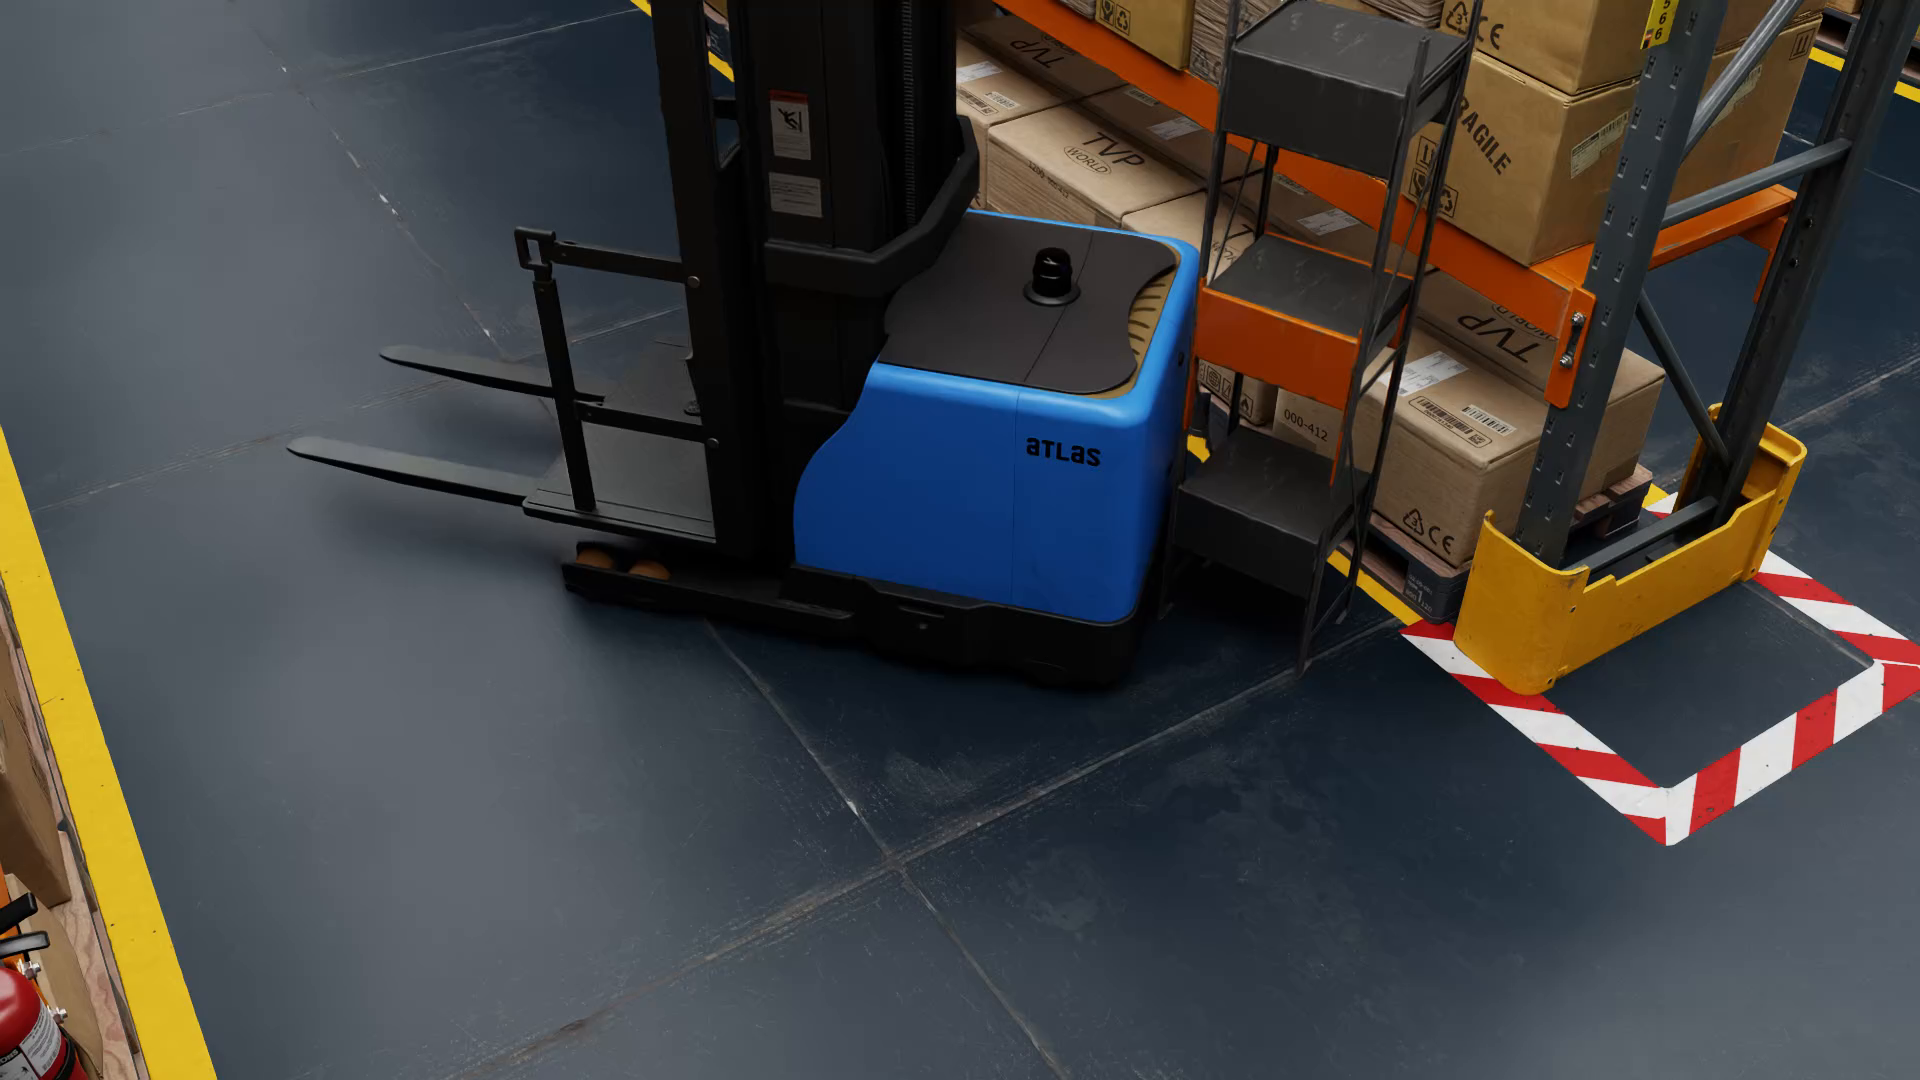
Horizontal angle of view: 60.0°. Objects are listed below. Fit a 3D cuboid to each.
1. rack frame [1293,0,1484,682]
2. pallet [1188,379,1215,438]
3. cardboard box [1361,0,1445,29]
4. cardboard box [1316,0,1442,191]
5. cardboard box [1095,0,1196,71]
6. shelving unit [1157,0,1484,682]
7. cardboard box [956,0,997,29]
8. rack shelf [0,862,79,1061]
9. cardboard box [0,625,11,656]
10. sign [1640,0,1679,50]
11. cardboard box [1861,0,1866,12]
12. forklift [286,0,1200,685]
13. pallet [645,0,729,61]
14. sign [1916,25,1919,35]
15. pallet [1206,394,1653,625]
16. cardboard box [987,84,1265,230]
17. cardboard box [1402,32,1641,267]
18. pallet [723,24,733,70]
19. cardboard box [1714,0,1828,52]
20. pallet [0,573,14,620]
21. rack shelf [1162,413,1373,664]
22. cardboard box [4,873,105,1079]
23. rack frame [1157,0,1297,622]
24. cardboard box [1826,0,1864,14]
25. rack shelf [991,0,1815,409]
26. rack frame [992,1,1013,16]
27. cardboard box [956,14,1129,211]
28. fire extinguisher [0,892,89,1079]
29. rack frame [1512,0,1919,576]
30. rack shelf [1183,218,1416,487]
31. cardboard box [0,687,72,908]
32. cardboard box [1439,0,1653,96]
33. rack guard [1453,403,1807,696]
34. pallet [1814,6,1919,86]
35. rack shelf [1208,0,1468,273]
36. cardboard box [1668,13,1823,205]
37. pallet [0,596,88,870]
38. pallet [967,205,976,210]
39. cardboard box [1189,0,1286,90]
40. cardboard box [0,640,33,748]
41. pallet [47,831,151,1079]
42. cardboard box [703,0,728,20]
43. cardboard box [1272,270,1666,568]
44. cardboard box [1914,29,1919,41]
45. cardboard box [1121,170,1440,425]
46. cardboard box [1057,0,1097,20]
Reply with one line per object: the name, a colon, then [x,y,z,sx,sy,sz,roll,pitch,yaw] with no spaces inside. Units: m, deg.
rack frame: [1.175,-0.464,4.666,0.015,2.100,0.400,24,45,25]
pallet: [0.988,-0.949,6.724,1.003,0.211,1.213,-22,45,-24]
cardboard box: [1.370,-1.831,4.745,0.500,0.500,0.500,-22,45,-24]
cardboard box: [1.396,-1.442,5.059,0.500,0.500,0.500,-23,45,-25]
cardboard box: [0.823,-1.990,5.717,0.500,0.500,0.500,-21,44,-23]
shelving unit: [0.973,-0.554,4.769,0.503,2.100,0.431,24,45,25]
cardboard box: [-0.416,-2.769,8.062,0.875,0.875,0.875,-21,44,-23]
rack shelf: [-3.123,-0.050,4.029,1.077,0.370,4.000,-22,45,-24]
cardboard box: [-3.281,0.154,4.847,0.700,0.500,0.500,-24,45,-26]
sign: [1.671,-1.314,3.895,0.100,0.325,0.005,-22,45,-24]
cardboard box: [4.967,-2.833,8.705,0.380,0.149,0.250,-21,44,-23]
forklift: [-0.802,-1.208,4.910,3.031,2.935,1.130,11,41,12]
pallet: [-1.154,-3.095,9.300,1.003,0.211,1.213,-22,45,-24]
sign: [2.607,-1.509,4.479,0.100,0.325,0.005,-22,45,-24]
pallet: [1.640,-0.291,5.935,1.003,0.211,1.213,-22,45,-24]
cardboard box: [0.714,-1.435,6.803,0.875,0.438,0.875,-24,45,-26]
cardboard box: [1.653,-1.166,4.728,0.500,0.500,0.500,-22,45,-24]
pallet: [-0.493,-2.436,8.509,1.003,0.211,1.213,-22,45,-24]
cardboard box: [2.118,-1.738,4.633,0.500,0.500,0.500,-23,45,-25]
pallet: [-3.830,0.036,5.542,1.003,0.211,1.213,-22,45,-24]
rack shelf: [0.966,-0.009,5.230,0.480,0.518,0.431,24,45,25]
cardboard box: [-2.296,1.188,3.604,0.797,0.503,0.637,-24,45,-26]
rack frame: [0.771,-0.644,4.873,0.015,2.100,0.400,24,45,25]
cardboard box: [4.761,-2.948,8.844,0.380,0.149,0.250,-23,45,-26]
rack shelf: [1.060,-1.761,6.082,1.077,0.370,4.000,-22,45,-24]
rack frame: [-0.015,-3.117,7.147,1.000,3.000,0.127,-22,45,-24]
cardboard box: [0.232,-1.918,7.382,0.875,0.438,0.875,-23,45,-25]
fire extinguisher: [-1.579,0.846,2.743,0.296,0.674,0.183,-22,45,-24]
rack frame: [2.136,-0.958,4.556,1.000,3.000,0.127,-22,45,-24]
rack shelf: [0.973,-0.544,4.778,0.480,0.518,0.431,24,45,25]
cardboard box: [-2.723,0.714,4.174,0.700,0.500,0.500,-20,44,-23]
cardboard box: [1.676,-1.559,4.418,0.500,0.500,0.500,-21,44,-23]
rack guard: [2.149,0.015,5.341,1.175,0.500,0.348,-22,45,-24]
pallet: [5.155,-2.795,8.939,1.003,0.211,1.213,-22,45,-24]
rack shelf: [0.980,-1.078,4.326,0.480,0.518,0.431,24,45,25]
cardboard box: [2.120,-1.354,4.954,0.500,0.500,0.500,-23,45,-25]
pallet: [-3.170,0.695,4.751,1.003,0.211,1.213,-22,45,-24]
pallet: [0.328,-1.608,7.515,1.003,0.211,1.213,-22,45,-24]
cardboard box: [1.111,-1.716,5.388,0.500,0.500,0.500,-21,44,-23]
cardboard box: [-2.923,0.394,4.558,0.500,0.500,0.500,-21,44,-24]
pallet: [-2.518,1.353,3.962,1.003,0.211,1.213,-22,45,-24]
cardboard box: [-0.908,-3.254,8.644,0.875,0.875,0.875,-21,44,-23]
cardboard box: [1.697,-0.457,5.628,0.875,0.438,0.875,-24,45,-26]
cardboard box: [5.039,-2.670,8.510,0.380,0.149,0.250,-21,44,-24]
cardboard box: [1.197,-0.948,6.218,0.875,0.438,0.875,-21,44,-23]
cardboard box: [0.546,-2.268,6.051,0.500,0.500,0.500,-22,45,-24]
